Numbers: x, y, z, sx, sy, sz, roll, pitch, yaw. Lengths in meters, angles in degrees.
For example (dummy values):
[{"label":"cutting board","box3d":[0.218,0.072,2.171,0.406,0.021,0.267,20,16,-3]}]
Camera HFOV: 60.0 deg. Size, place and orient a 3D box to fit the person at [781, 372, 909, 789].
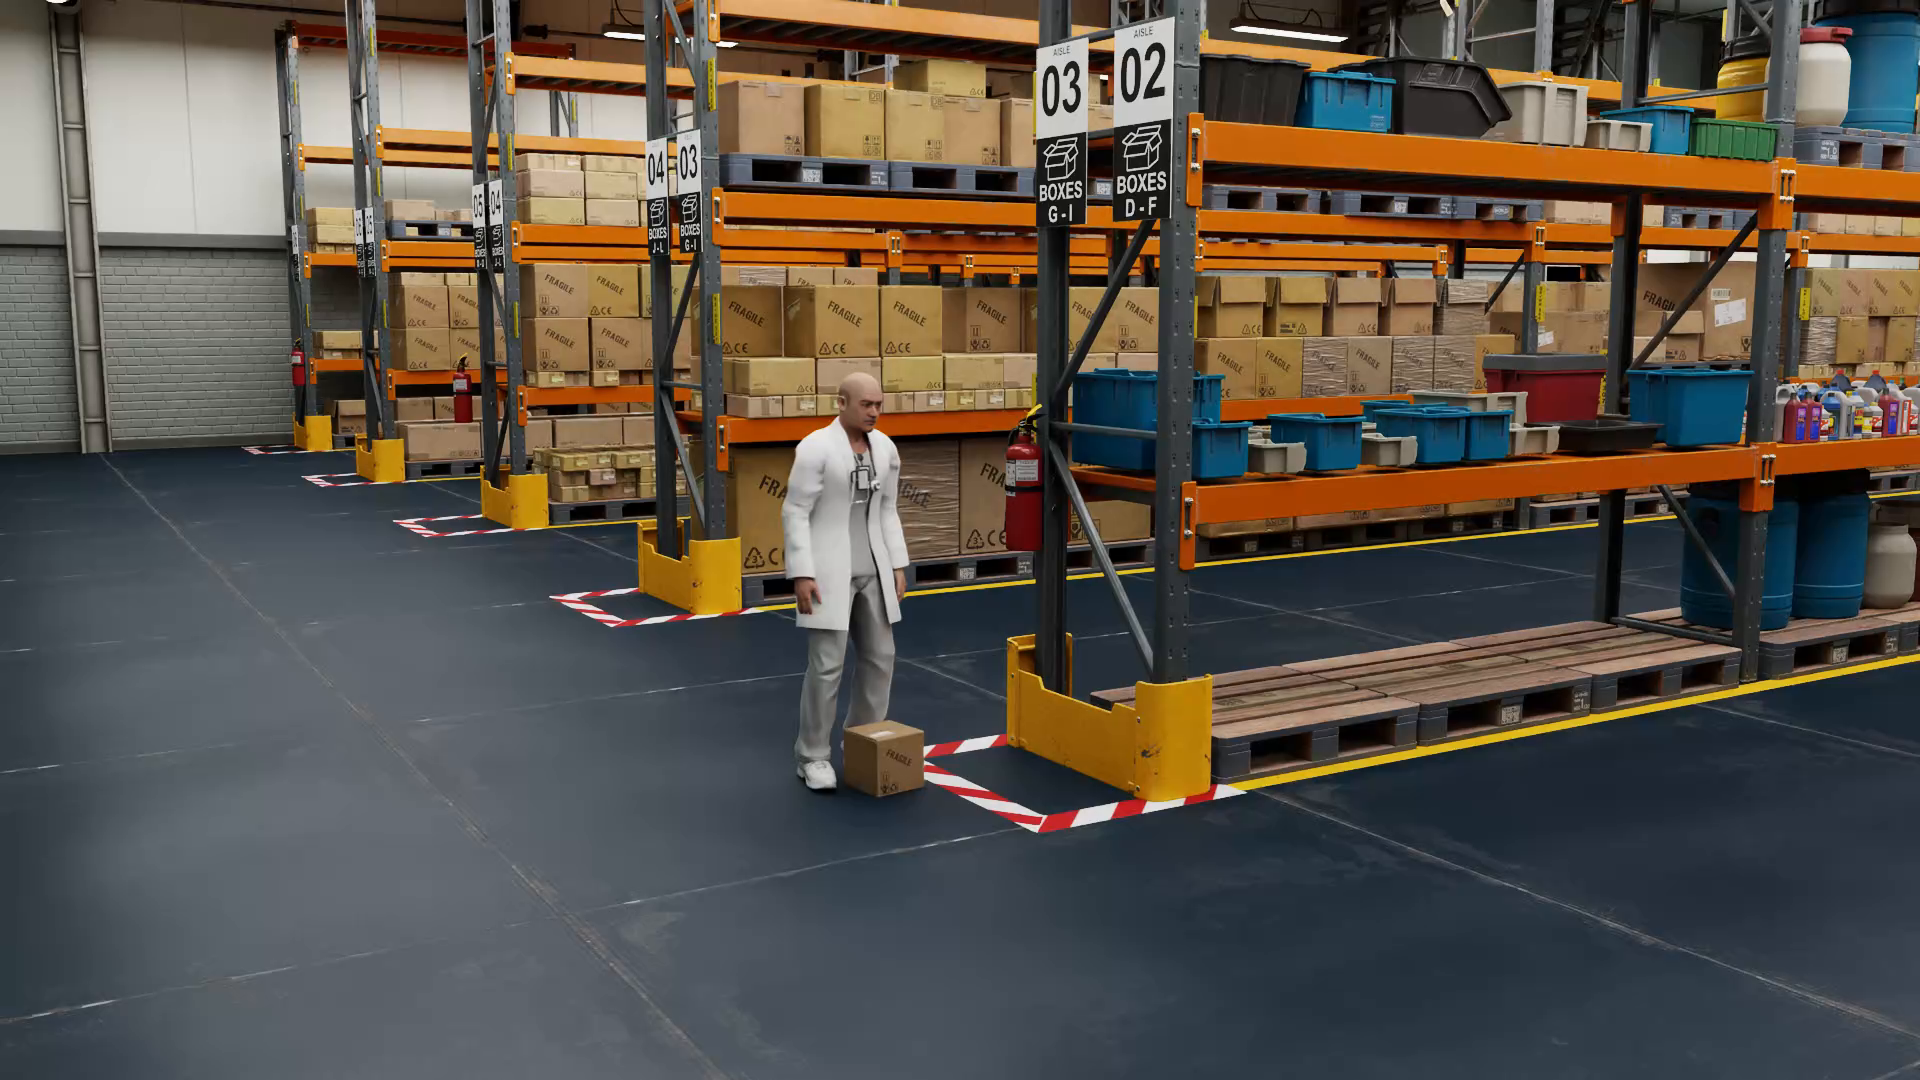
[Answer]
[{"label":"person","box3d":[-0.480,0.158,7.253,0.644,1.772,0.429,-7,10,-40]}]
